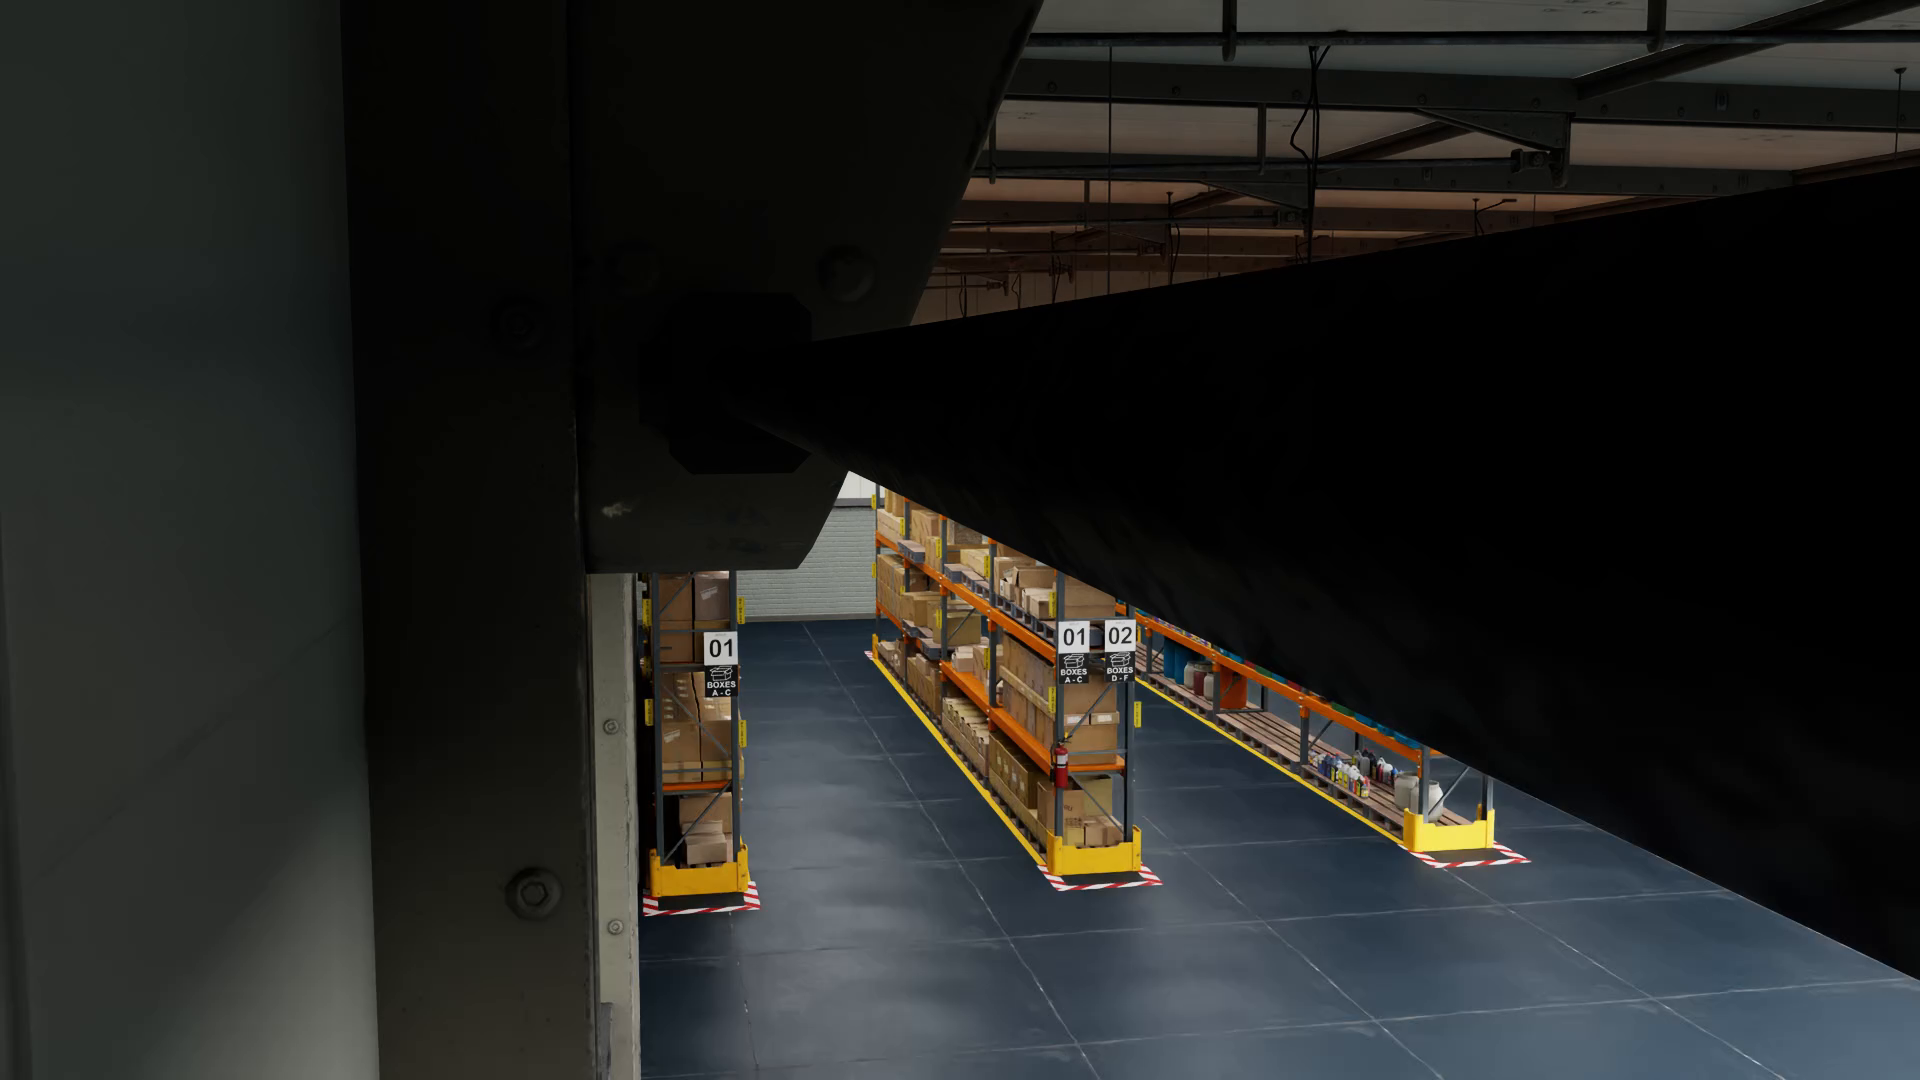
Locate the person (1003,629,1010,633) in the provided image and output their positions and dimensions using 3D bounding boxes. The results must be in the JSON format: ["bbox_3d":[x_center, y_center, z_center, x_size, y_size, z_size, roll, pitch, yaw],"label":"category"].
[{"bbox_3d":[1.133,2.106,33.243,0.500,1.604,1.034,-1,6,-13],"label":"person"}]
